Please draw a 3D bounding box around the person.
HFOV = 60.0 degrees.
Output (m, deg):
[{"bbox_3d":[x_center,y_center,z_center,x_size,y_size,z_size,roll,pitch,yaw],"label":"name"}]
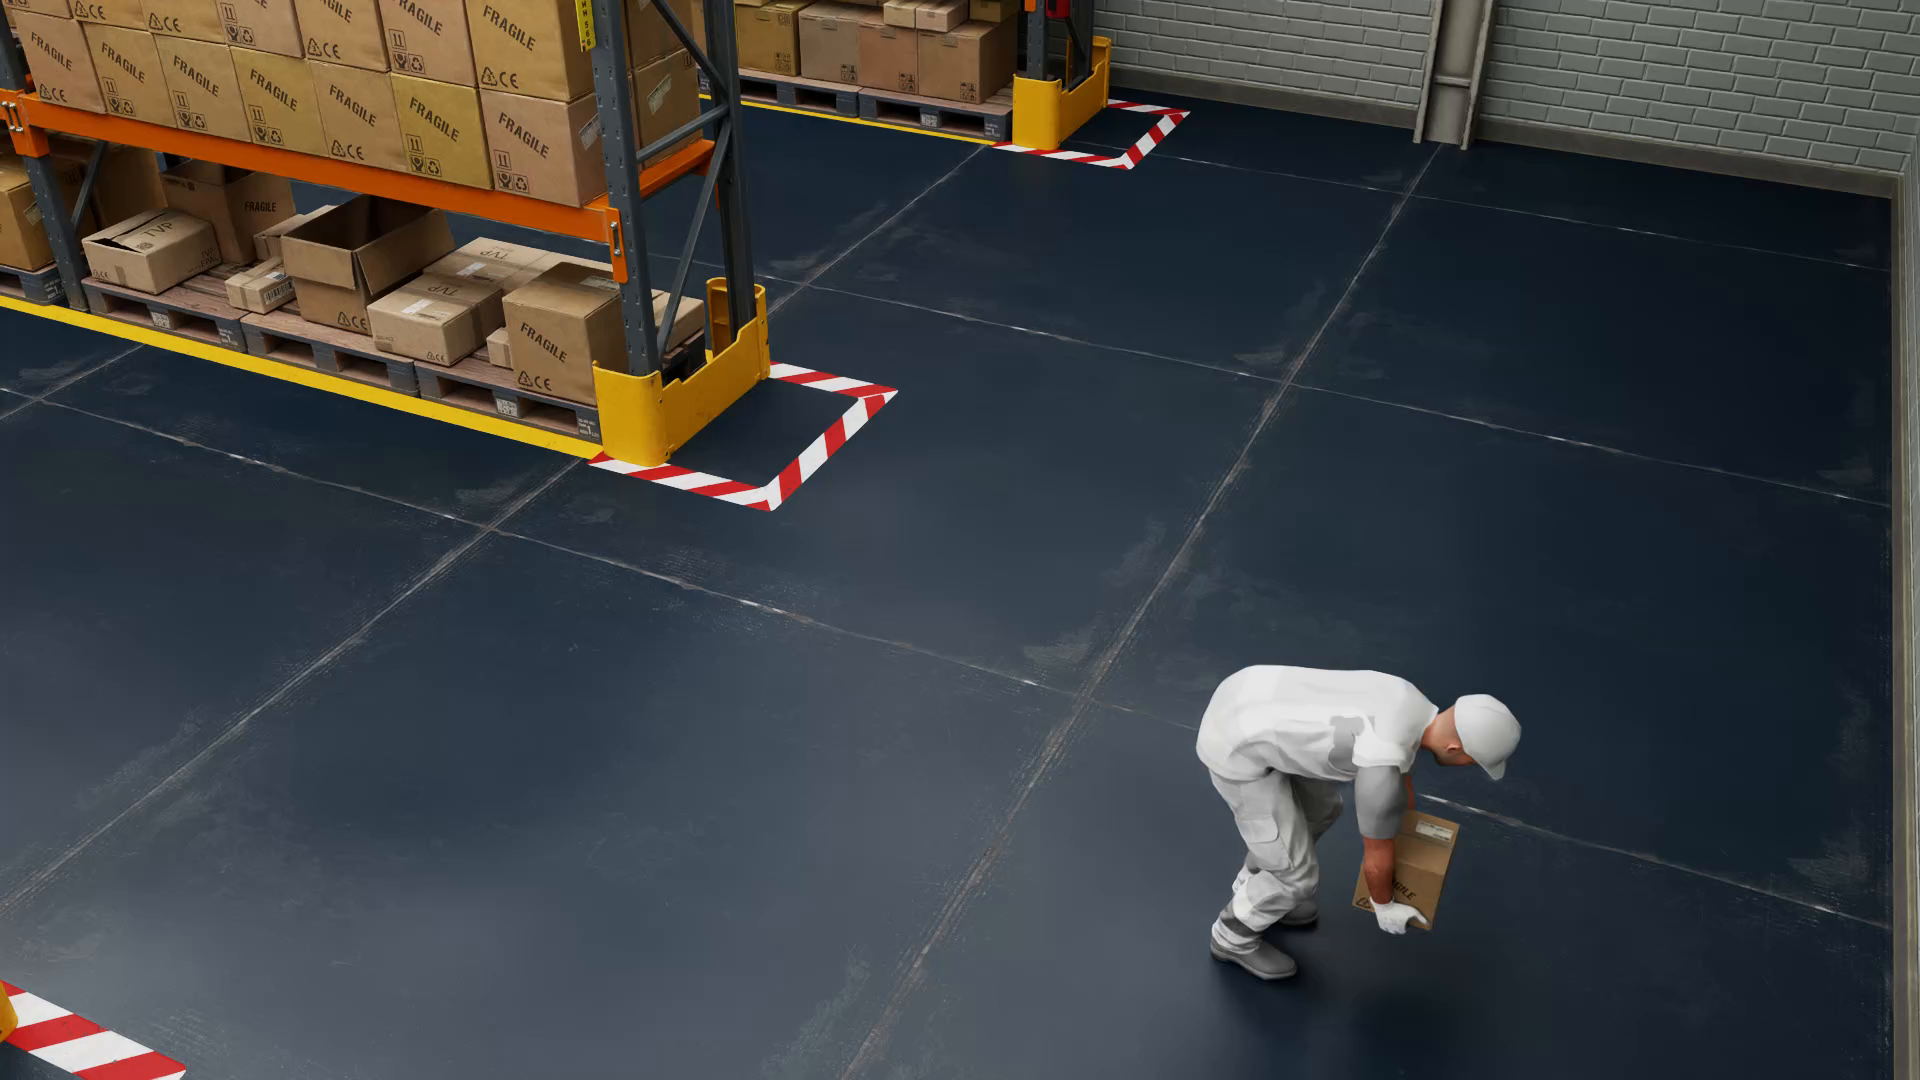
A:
[{"bbox_3d":[1.210,0.897,5.305,0.943,1.182,0.517,13,35,18],"label":"person"}]
